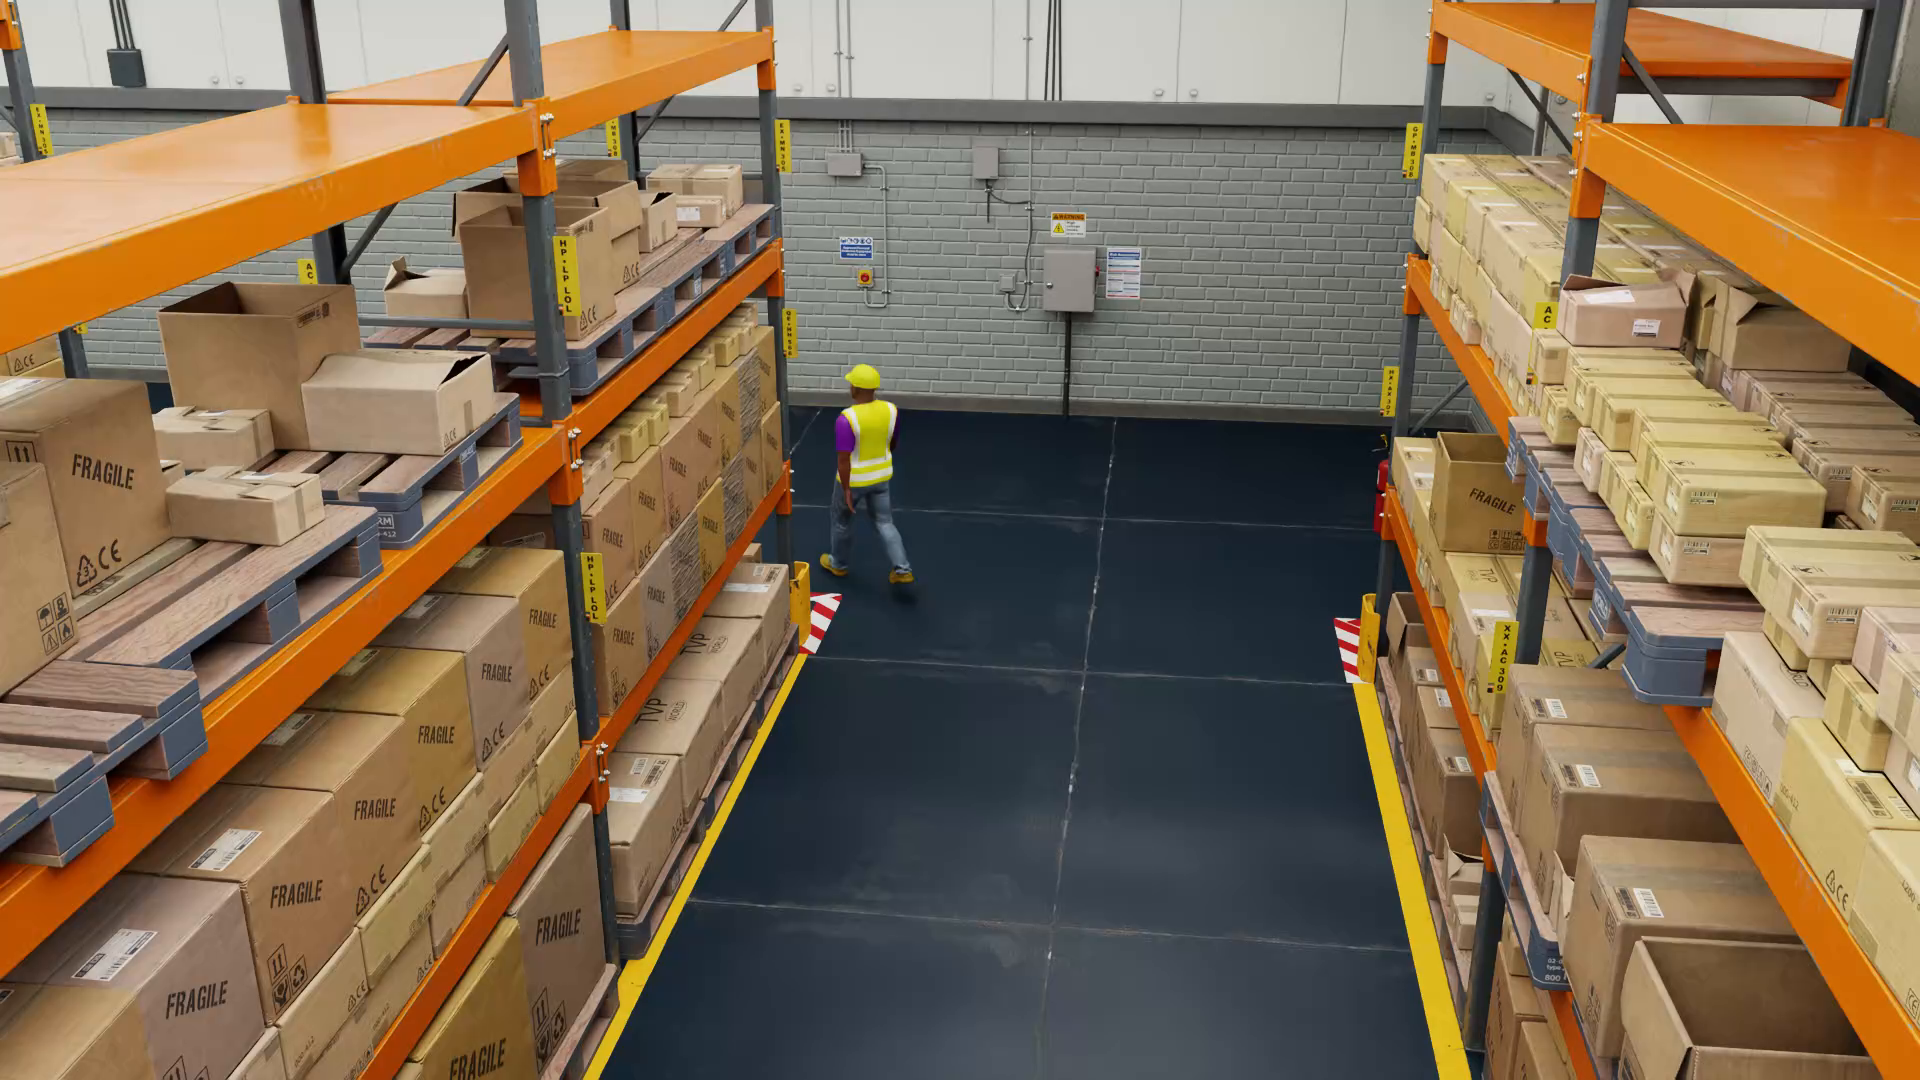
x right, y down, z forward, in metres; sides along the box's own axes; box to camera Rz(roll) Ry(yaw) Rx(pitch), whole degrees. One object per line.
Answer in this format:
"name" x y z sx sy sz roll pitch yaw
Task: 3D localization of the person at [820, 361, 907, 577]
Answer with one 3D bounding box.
"person" -0.771 -0.501 12.358 0.580 1.735 0.874 -13 24 -30
